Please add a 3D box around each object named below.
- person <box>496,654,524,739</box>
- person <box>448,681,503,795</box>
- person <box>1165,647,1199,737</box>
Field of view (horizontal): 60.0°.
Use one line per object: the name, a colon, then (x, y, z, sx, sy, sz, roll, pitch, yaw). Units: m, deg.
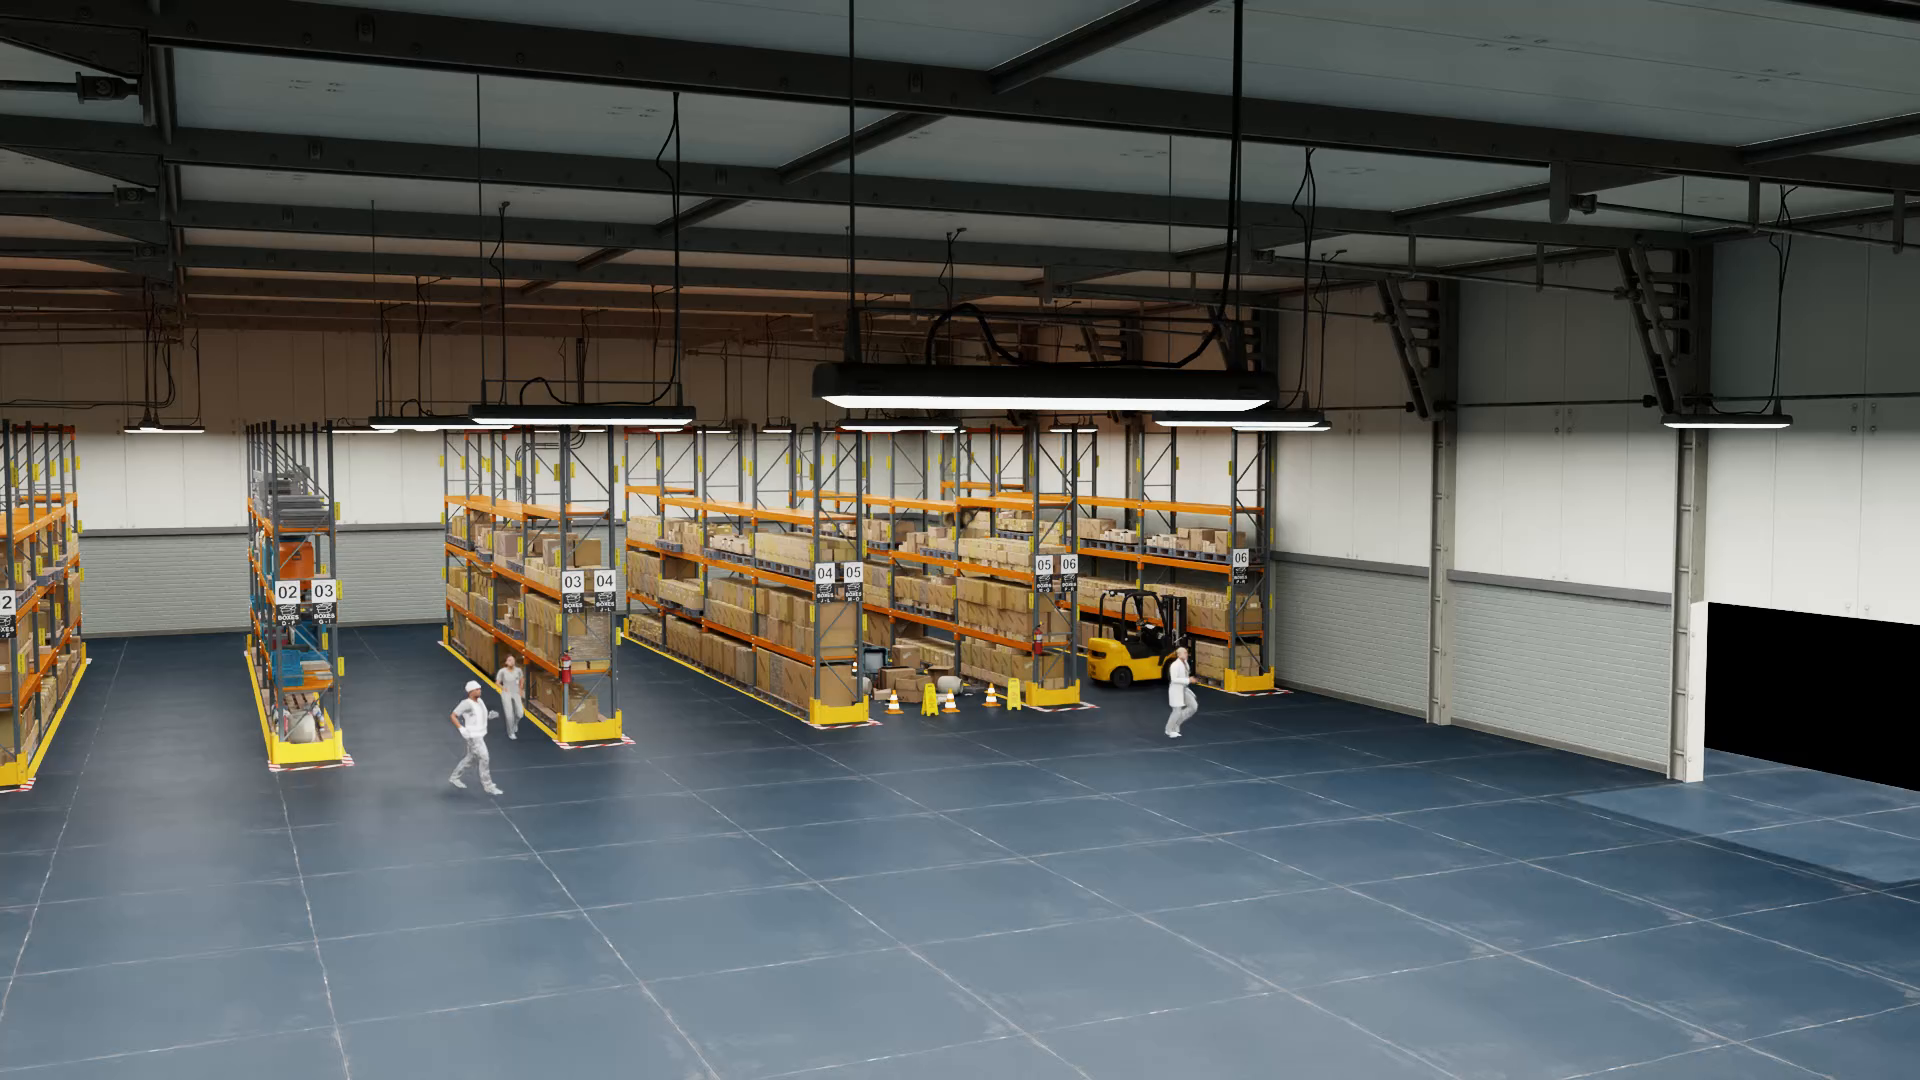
person: (-8.463, 2.956, 31.369, 0.557, 1.613, 0.570, -2, 4, -28)
person: (-7.739, 3.146, 26.533, 0.934, 1.804, 0.678, 0, 4, 2)
person: (4.191, 2.880, 31.423, 0.794, 1.728, 0.759, 3, 5, 39)
